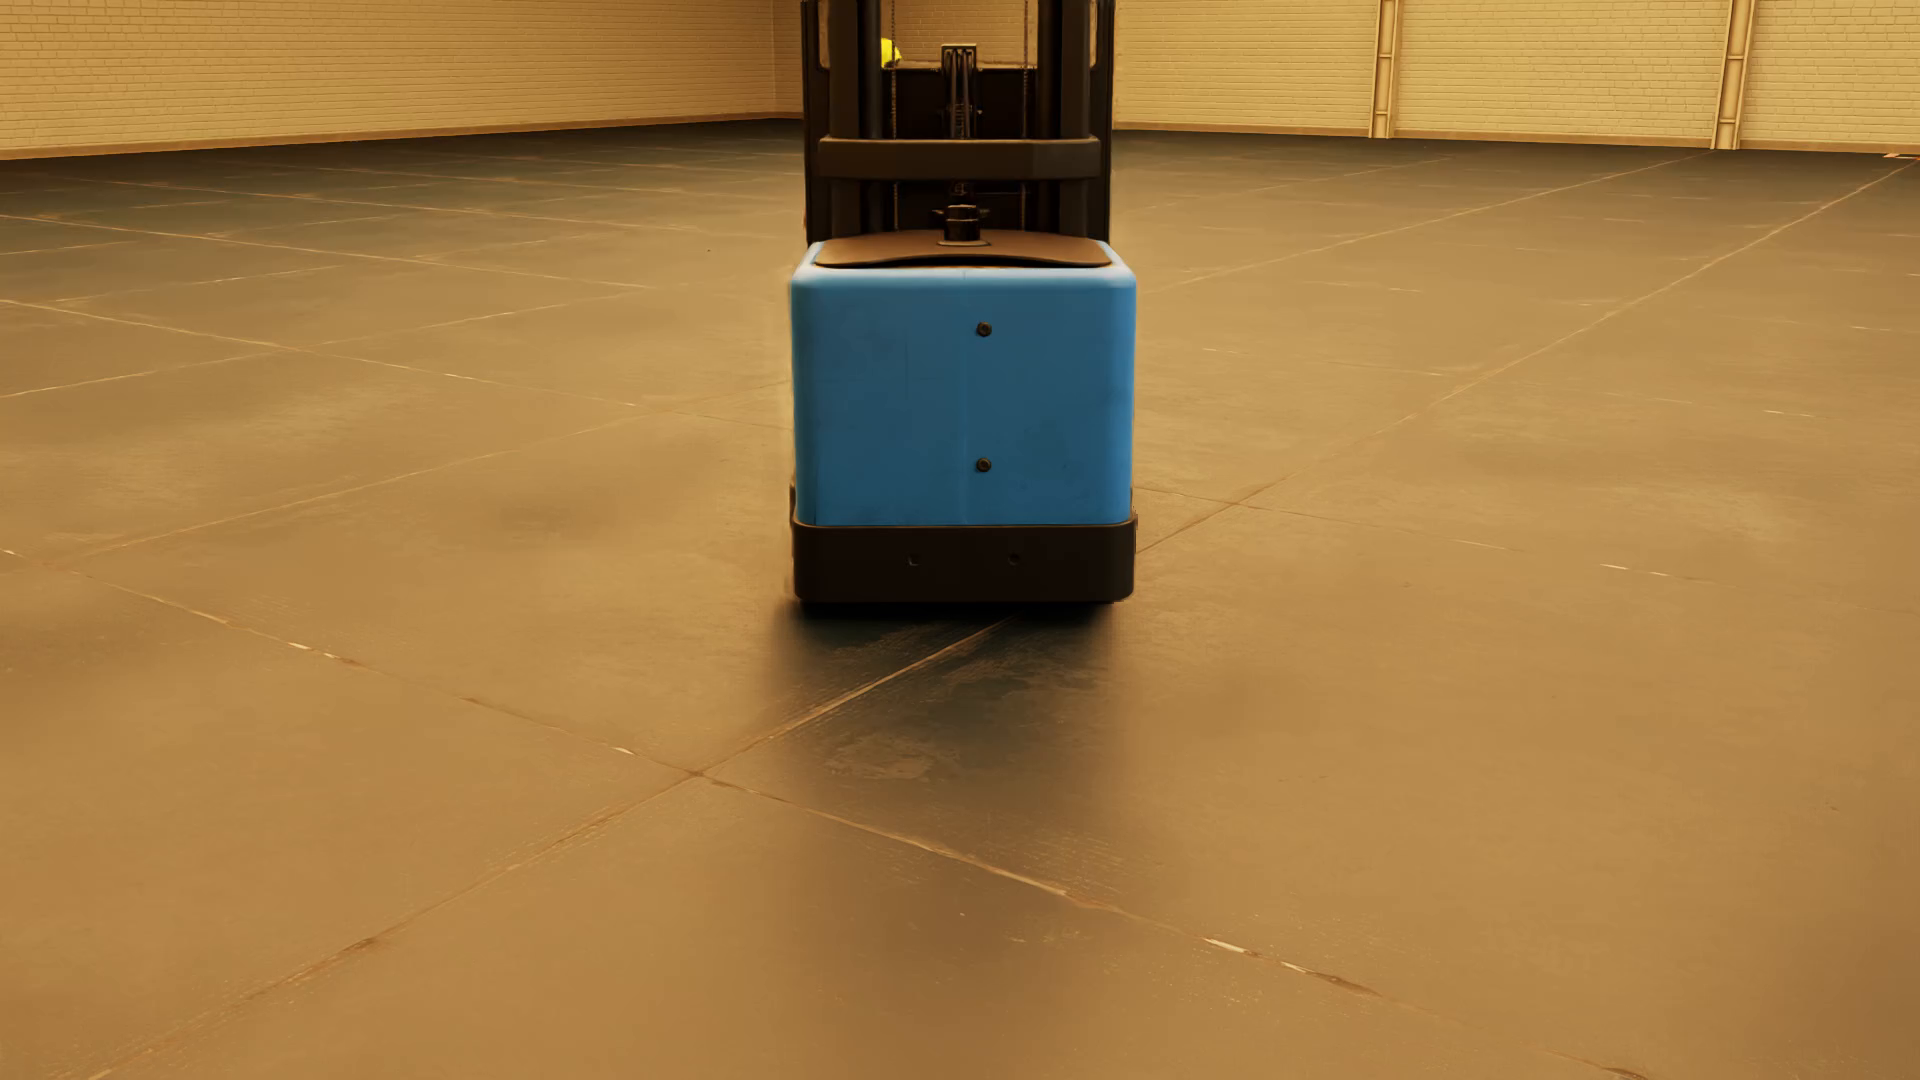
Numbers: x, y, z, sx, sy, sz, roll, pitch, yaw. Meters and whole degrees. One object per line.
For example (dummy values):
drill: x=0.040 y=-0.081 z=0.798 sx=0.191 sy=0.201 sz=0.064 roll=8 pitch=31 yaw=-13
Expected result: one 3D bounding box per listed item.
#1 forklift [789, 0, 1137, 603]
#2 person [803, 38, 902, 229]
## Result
forklift: x=-0.012 y=-1.579 z=6.114 sx=1.130 sy=2.935 sz=3.031 roll=0 pitch=17 yaw=-1
person: x=-0.440 y=-1.743 z=8.762 sx=0.816 sy=1.732 sz=0.490 roll=-5 pitch=17 yaw=-17
